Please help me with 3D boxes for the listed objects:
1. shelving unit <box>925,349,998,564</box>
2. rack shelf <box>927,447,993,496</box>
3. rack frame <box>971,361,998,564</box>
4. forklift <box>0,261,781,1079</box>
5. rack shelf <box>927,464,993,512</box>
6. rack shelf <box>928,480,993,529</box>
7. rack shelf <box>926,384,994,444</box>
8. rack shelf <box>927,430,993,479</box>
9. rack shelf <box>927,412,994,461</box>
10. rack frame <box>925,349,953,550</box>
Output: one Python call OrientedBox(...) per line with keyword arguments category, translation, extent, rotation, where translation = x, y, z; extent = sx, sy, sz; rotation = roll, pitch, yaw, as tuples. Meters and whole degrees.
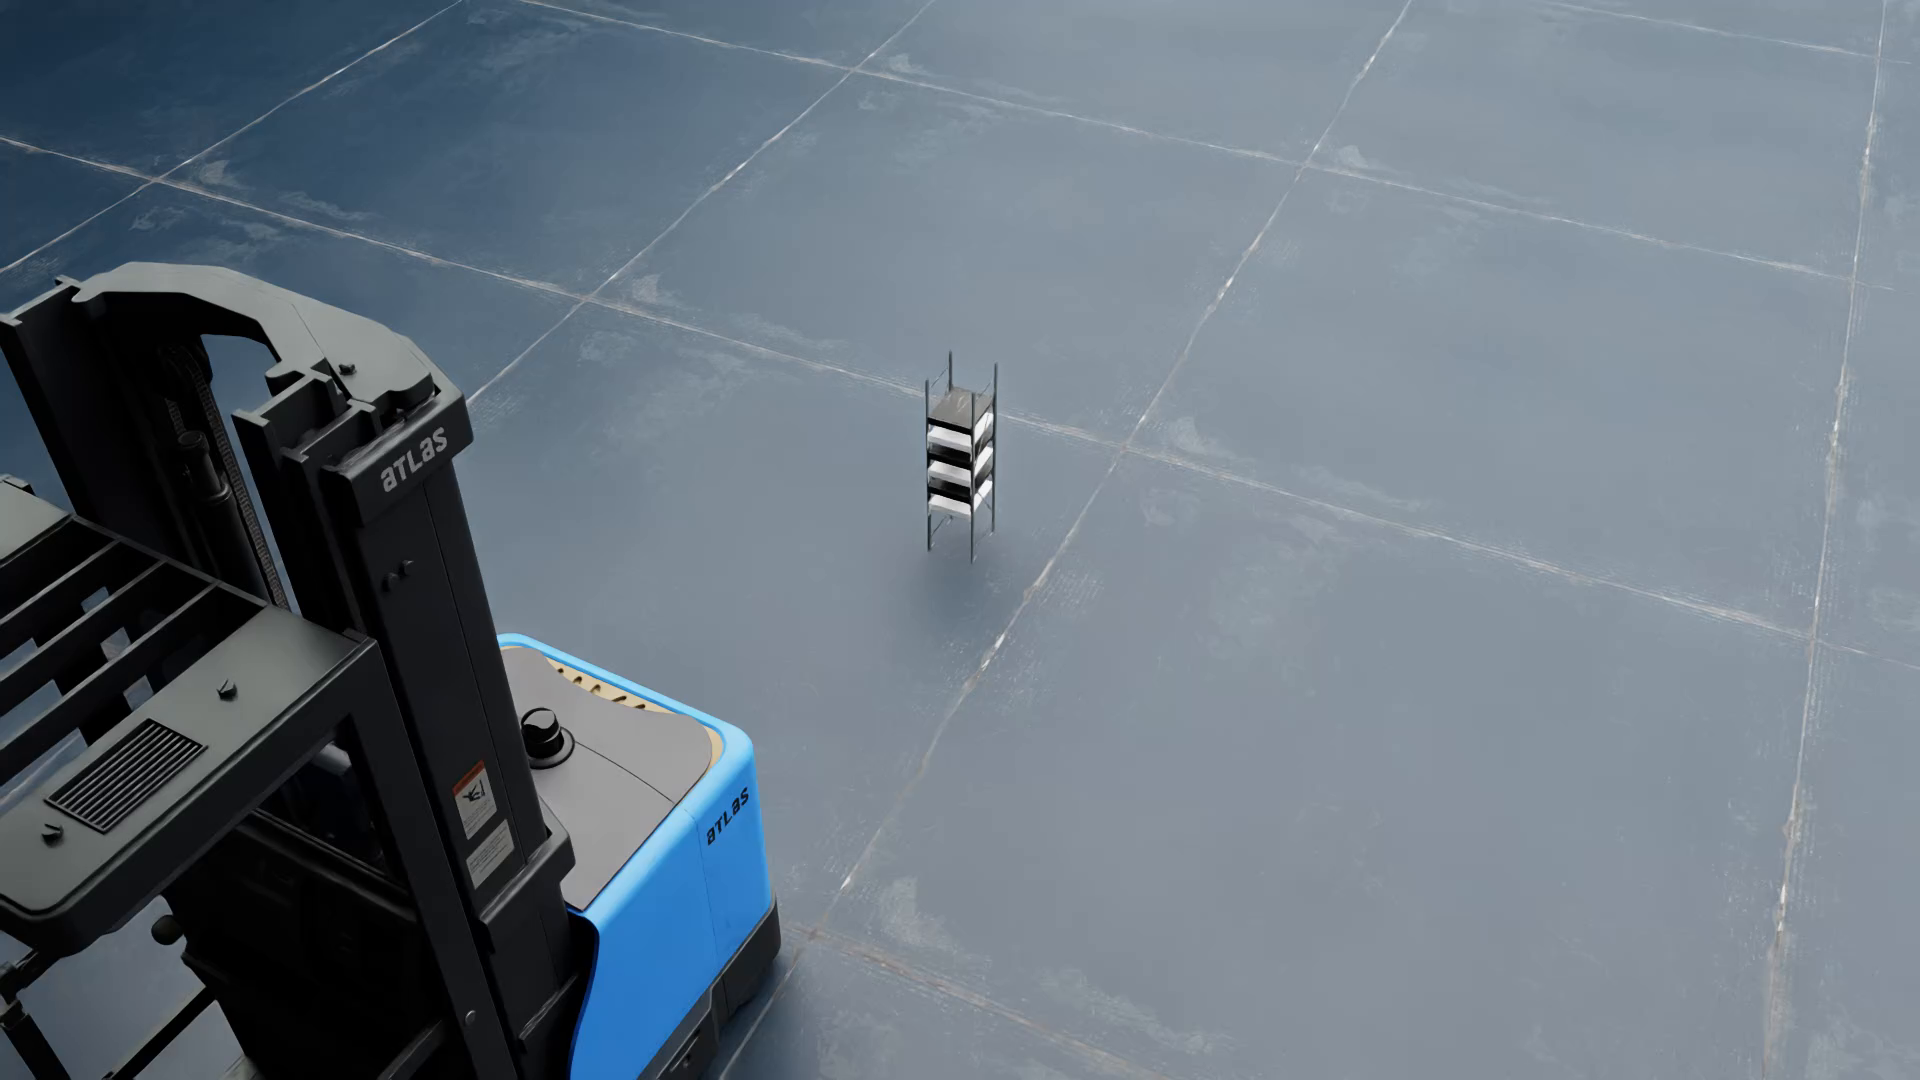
OrientedBox(category="shelving unit", translation=(0.007, -0.338, 6.953), extent=(0.210, 0.900, 0.258), rotation=(17, 44, 19))
OrientedBox(category="rack shelf", translation=(0.007, -0.313, 6.974), extent=(0.200, 0.077, 0.258), rotation=(17, 44, 19))
OrientedBox(category="rack frame", translation=(0.099, -0.310, 6.920), extent=(0.006, 0.900, 0.240), rotation=(17, 44, 19))
OrientedBox(category="forklift", translation=(-1.752, 0.975, 3.887), extent=(1.130, 2.935, 3.031), rotation=(20, 45, 21))
OrientedBox(category="rack shelf", translation=(0.007, -0.245, 7.033), extent=(0.200, 0.077, 0.258), rotation=(17, 44, 19))
OrientedBox(category="rack shelf", translation=(0.007, -0.177, 7.092), extent=(0.200, 0.077, 0.258), rotation=(17, 44, 19))
OrientedBox(category="rack shelf", translation=(0.007, -0.517, 6.798), extent=(0.200, 0.077, 0.258), rotation=(17, 44, 19))
OrientedBox(category="rack shelf", translation=(0.007, -0.381, 6.916), extent=(0.200, 0.077, 0.258), rotation=(17, 44, 19))
OrientedBox(category="rack shelf", translation=(0.007, -0.449, 6.857), extent=(0.200, 0.077, 0.258), rotation=(17, 44, 19))
OrientedBox(category="rack frame", translation=(-0.085, -0.366, 6.985), extent=(0.006, 0.900, 0.240), rotation=(17, 44, 19))
